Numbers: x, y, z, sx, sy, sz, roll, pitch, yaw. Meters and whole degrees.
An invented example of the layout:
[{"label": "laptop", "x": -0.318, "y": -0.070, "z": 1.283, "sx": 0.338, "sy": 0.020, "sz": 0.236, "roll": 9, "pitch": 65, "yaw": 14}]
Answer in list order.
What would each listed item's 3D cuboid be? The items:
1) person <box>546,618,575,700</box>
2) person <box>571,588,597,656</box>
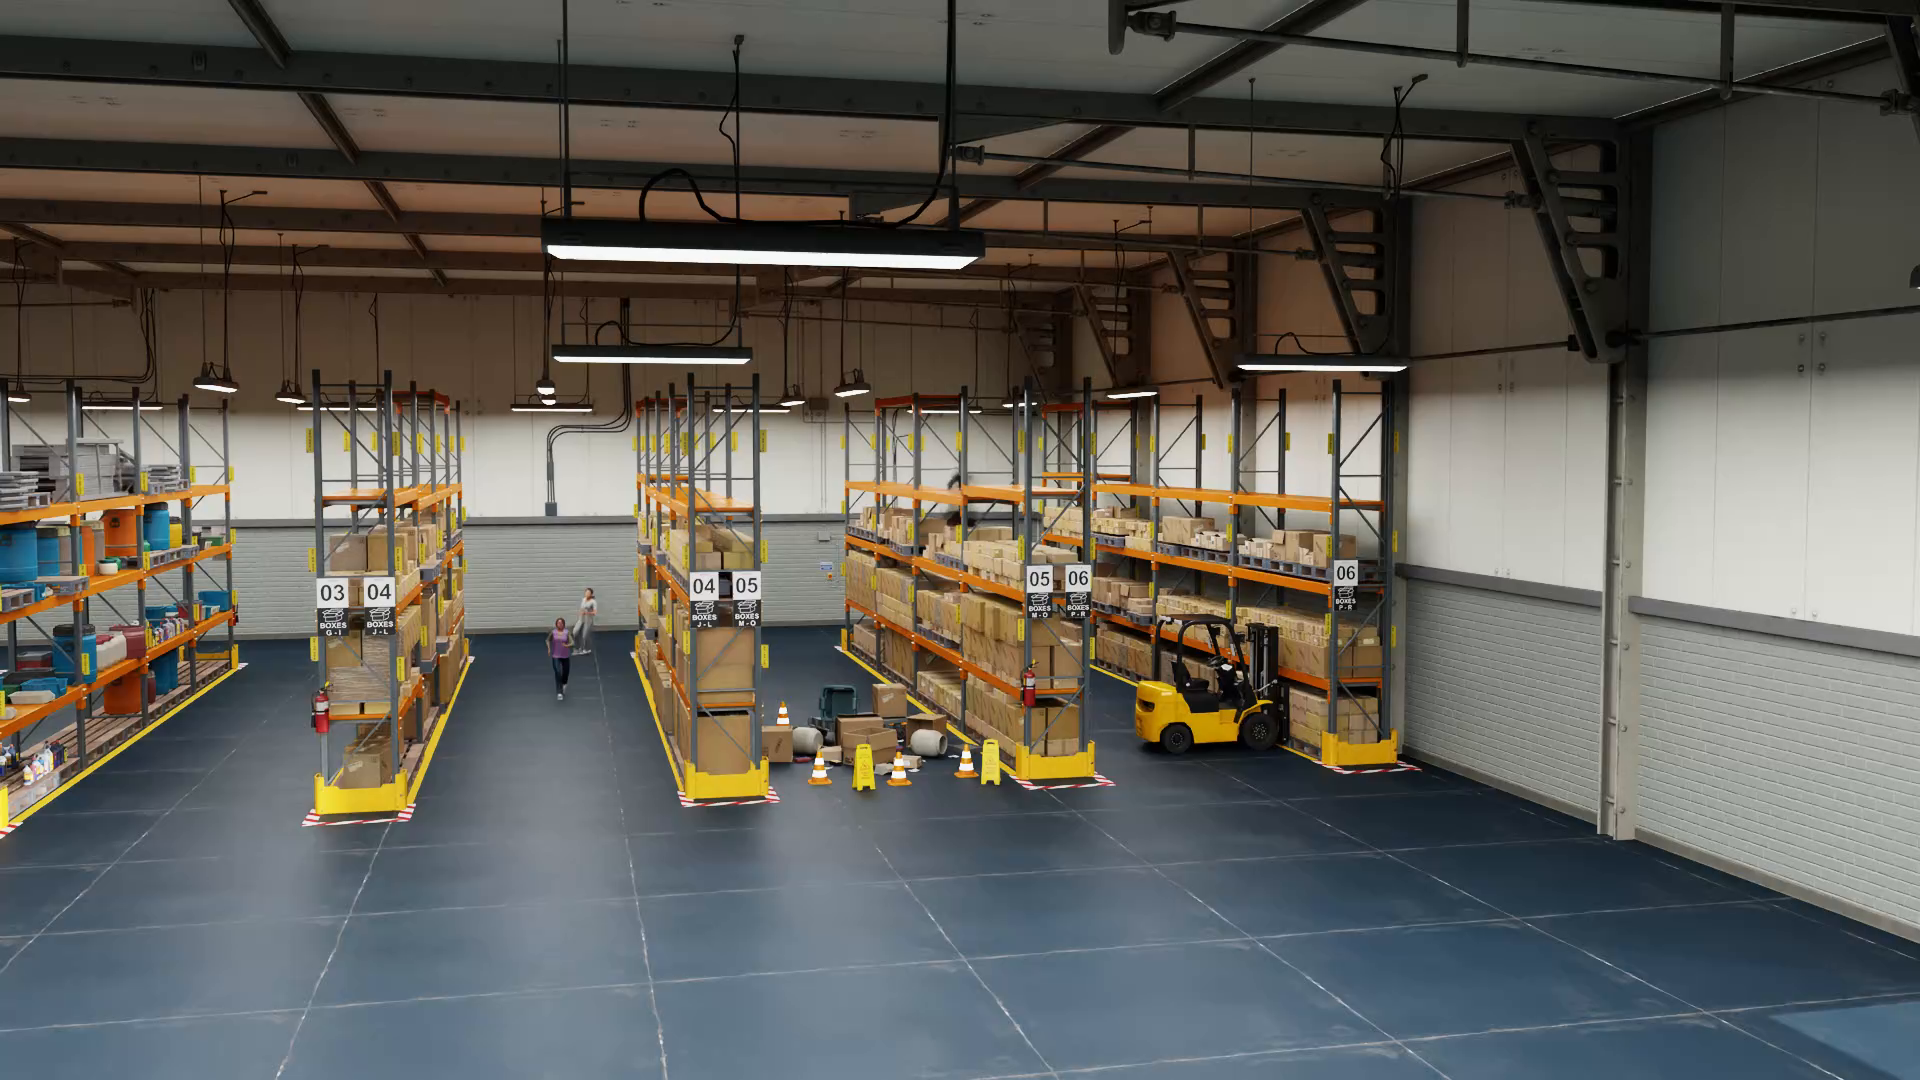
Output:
[{"label": "person", "x": -7.852, "y": 2.308, "z": 32.675, "sx": 0.543, "sy": 1.575, "sz": 0.878, "roll": -1, "pitch": 3, "yaw": -17}, {"label": "person", "x": -8.828, "y": 1.935, "z": 39.260, "sx": 0.696, "sy": 1.637, "sz": 0.662, "roll": 1, "pitch": 4, "yaw": 23}]
